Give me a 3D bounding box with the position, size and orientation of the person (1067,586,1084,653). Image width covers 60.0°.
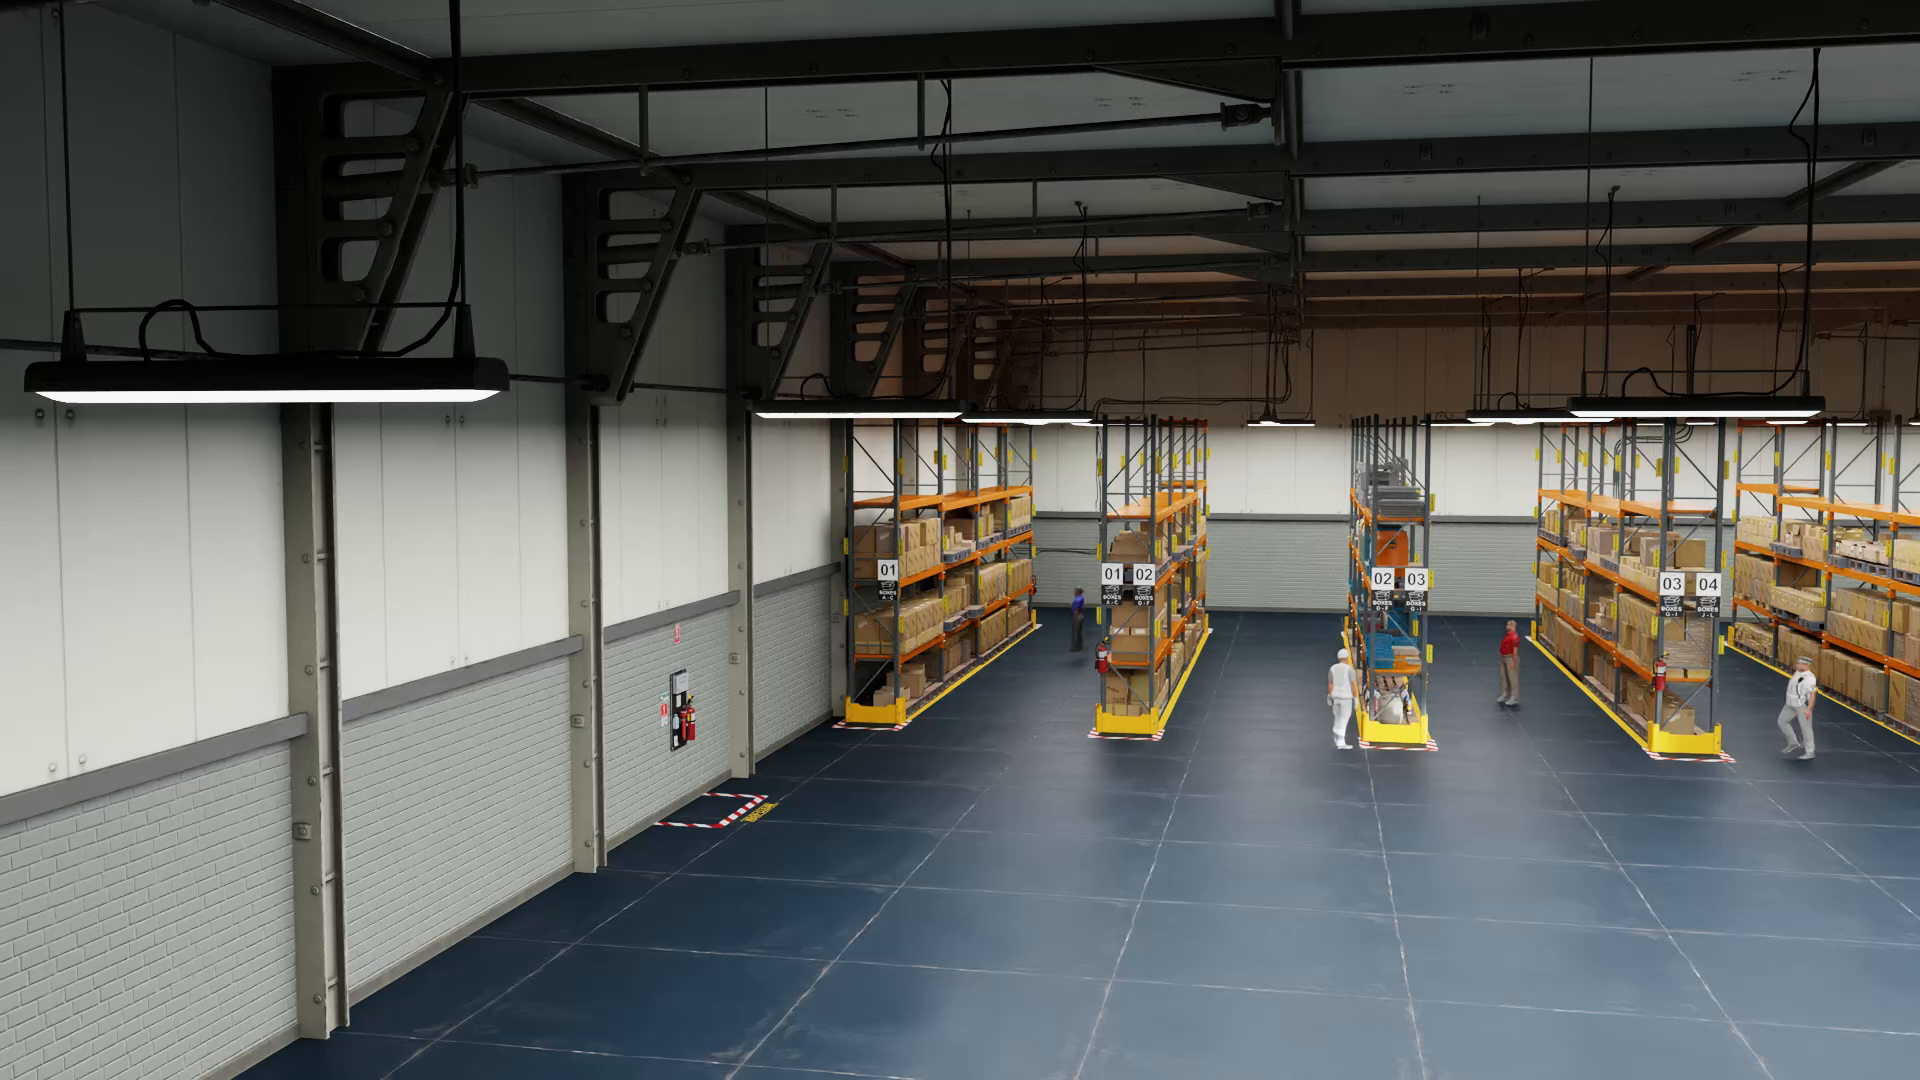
[{"bbox_3d":[2.882,1.985,41.426,0.384,1.669,0.514,1,4,20],"label":"person"}]

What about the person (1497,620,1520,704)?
[{"bbox_3d":[11.485,2.539,34.768,0.392,1.735,0.574,-1,4,-15],"label":"person"}]

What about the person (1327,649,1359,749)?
[{"bbox_3d":[6.929,2.846,29.893,0.553,1.792,0.636,-3,5,-38],"label":"person"}]

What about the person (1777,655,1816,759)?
[{"bbox_3d":[14.649,2.903,29.029,0.418,1.785,0.654,-1,4,-20],"label":"person"}]
